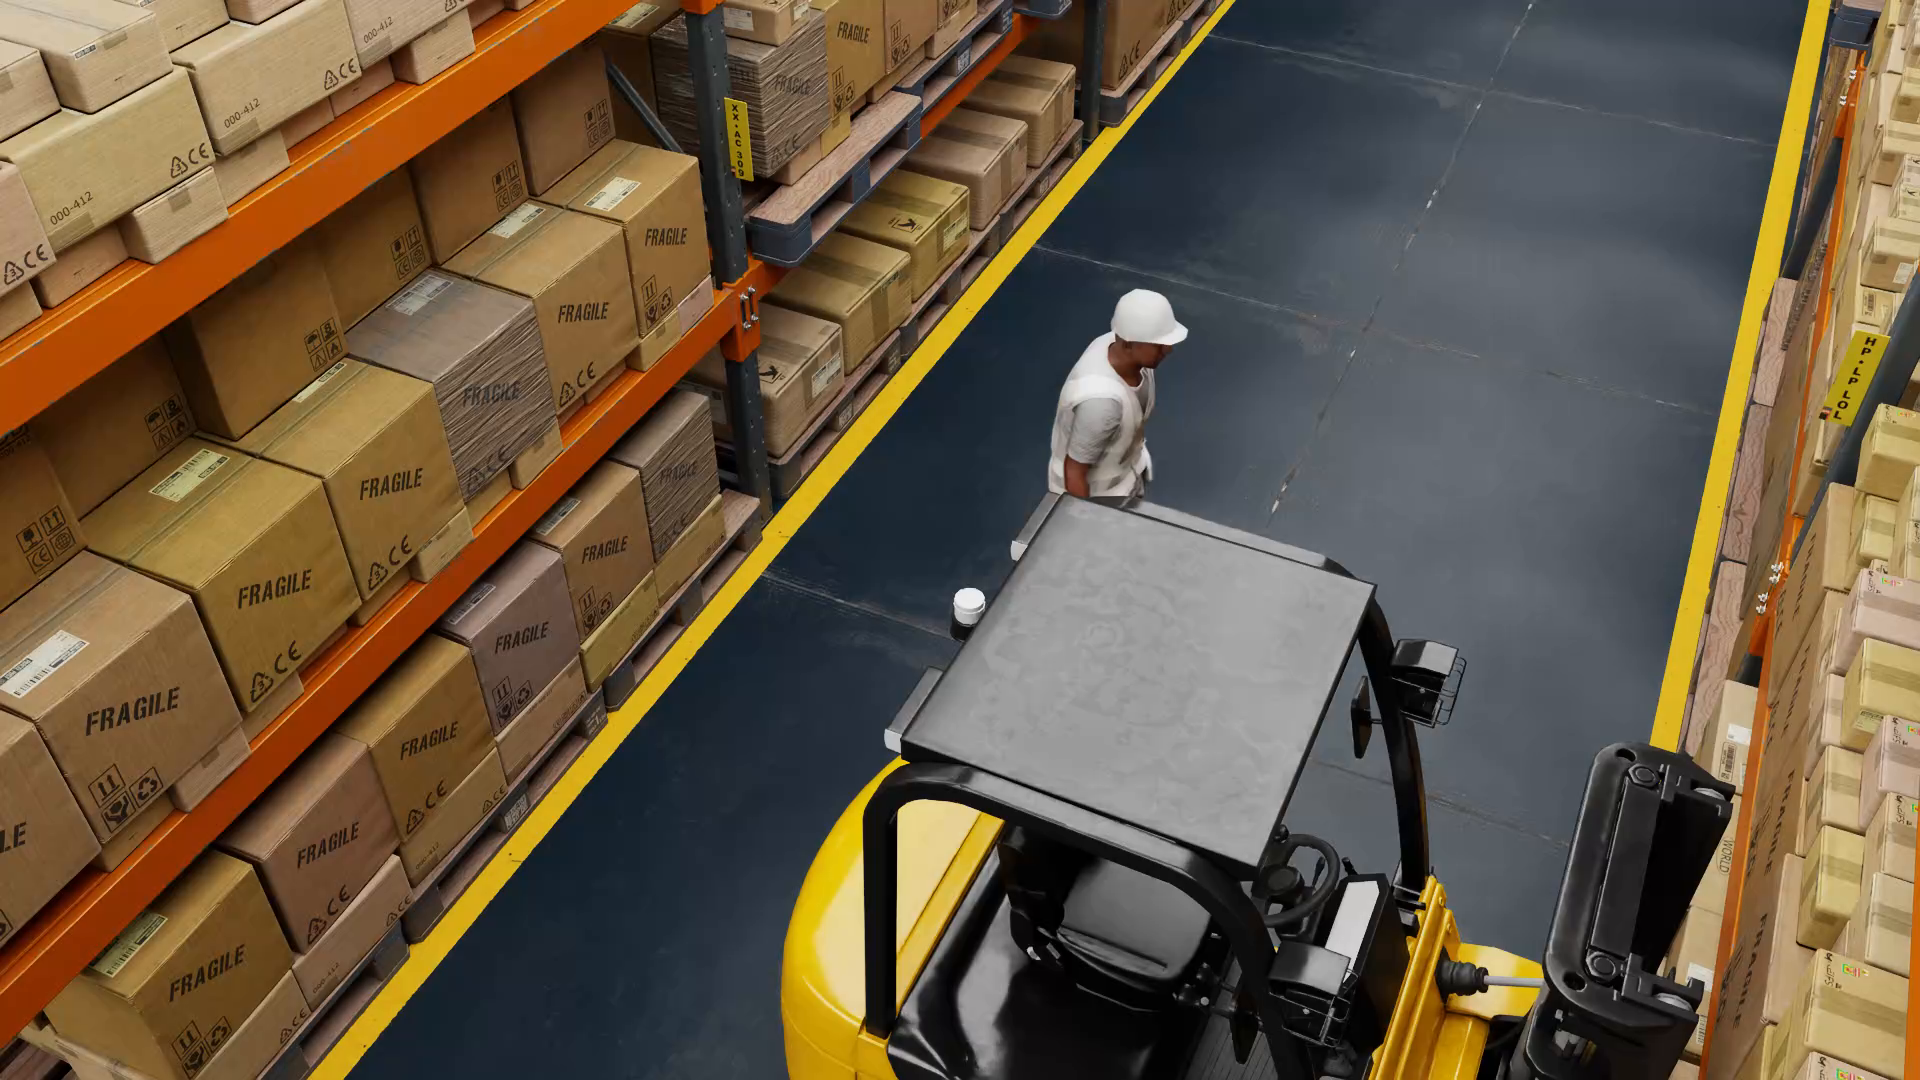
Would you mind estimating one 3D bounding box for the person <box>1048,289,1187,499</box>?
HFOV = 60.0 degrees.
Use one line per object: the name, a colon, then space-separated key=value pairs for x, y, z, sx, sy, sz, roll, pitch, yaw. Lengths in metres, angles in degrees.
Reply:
person: x=0.576 y=-0.194 z=6.371 sx=0.450 sy=1.773 sz=0.617 roll=17 pitch=45 yaw=19
